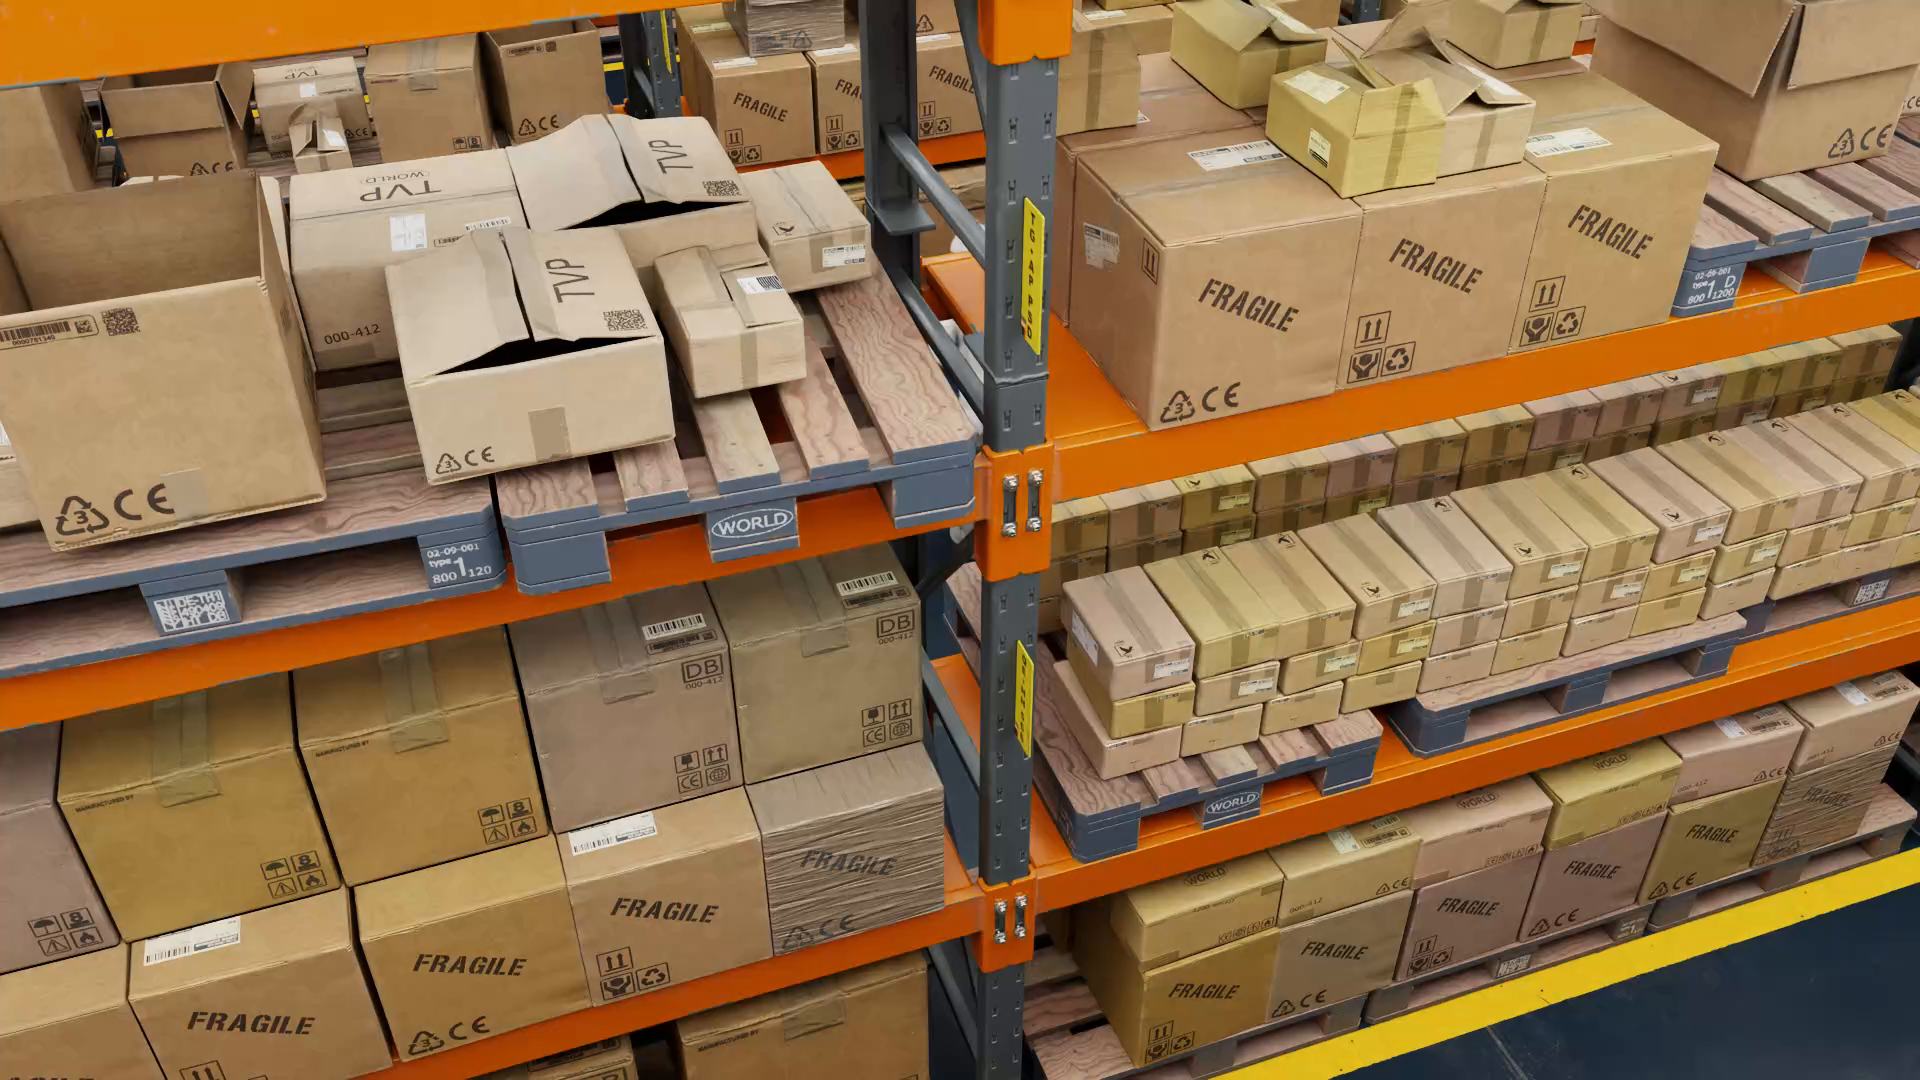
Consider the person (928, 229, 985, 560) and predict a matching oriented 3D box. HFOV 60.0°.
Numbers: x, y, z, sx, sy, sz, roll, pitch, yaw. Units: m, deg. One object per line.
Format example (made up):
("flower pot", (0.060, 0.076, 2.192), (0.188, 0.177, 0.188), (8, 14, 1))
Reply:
("person", (0.121, -0.656, 7.747), (0.616, 1.613, 0.599), (-12, 39, -15))
